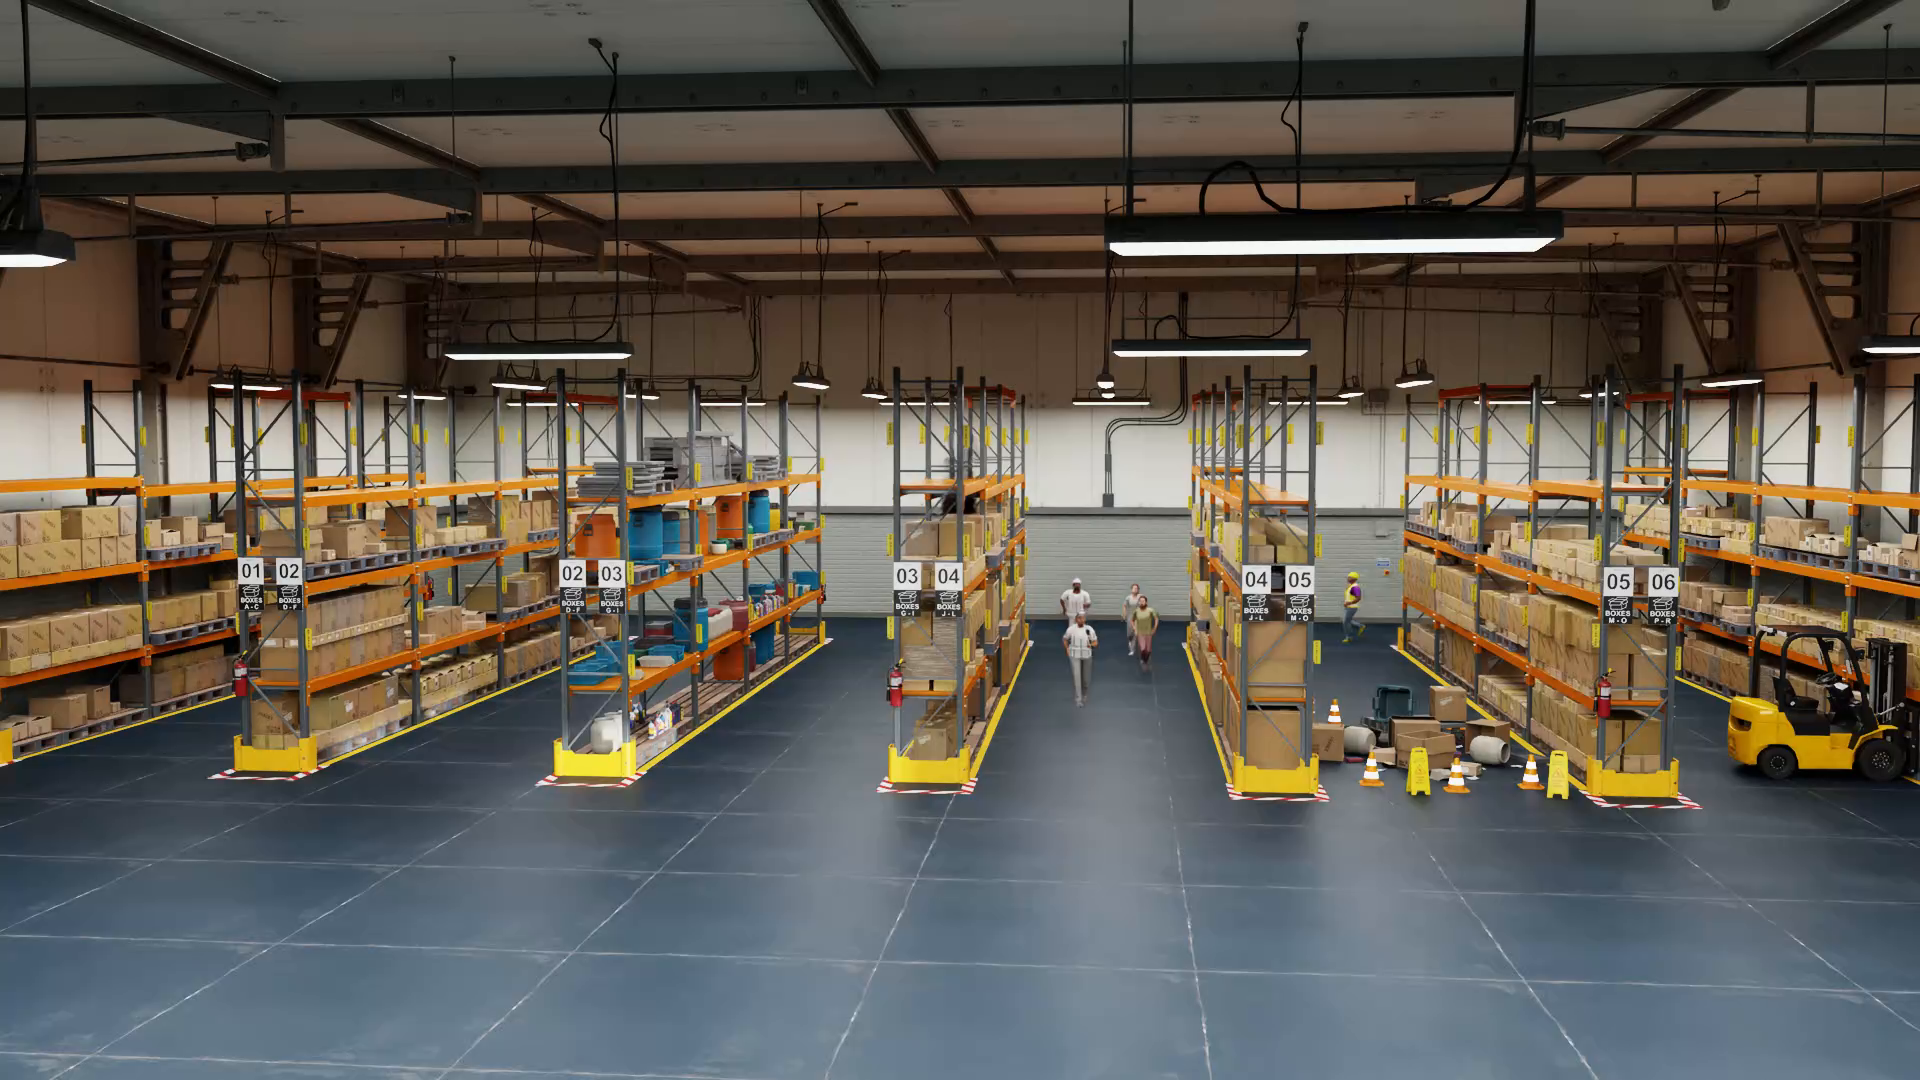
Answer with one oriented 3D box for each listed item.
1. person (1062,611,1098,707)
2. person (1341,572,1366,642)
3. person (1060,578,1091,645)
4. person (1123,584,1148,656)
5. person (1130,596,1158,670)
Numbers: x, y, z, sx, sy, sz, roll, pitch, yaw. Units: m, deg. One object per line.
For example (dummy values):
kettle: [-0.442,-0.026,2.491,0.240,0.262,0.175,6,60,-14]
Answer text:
person: [2.118,2.087,29.202,0.620,1.675,0.774,0,4,-3]
person: [9.600,1.638,40.480,0.598,1.728,0.702,0,4,4]
person: [2.651,1.773,37.981,0.672,1.810,0.745,0,4,-3]
person: [4.031,1.822,38.284,0.580,1.631,0.662,1,4,11]
person: [3.813,1.943,34.505,0.584,1.559,0.590,1,4,9]
